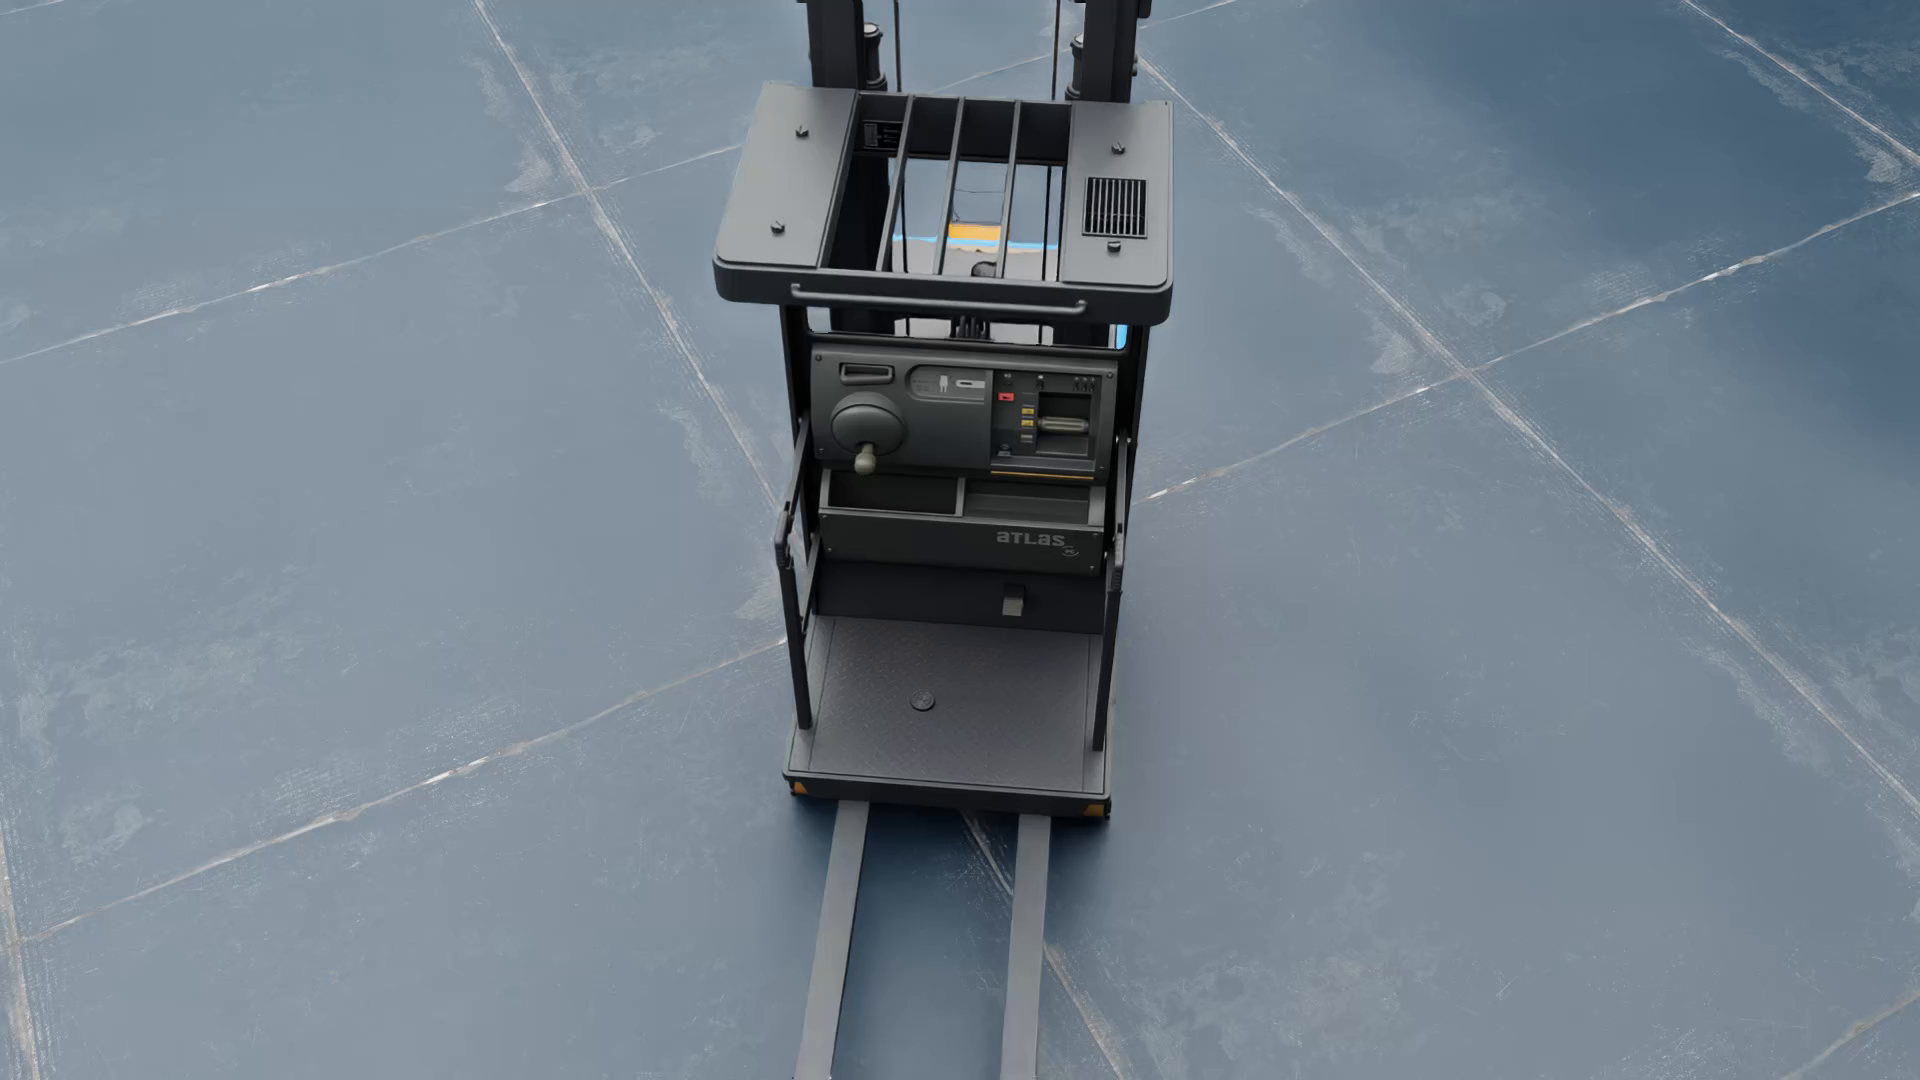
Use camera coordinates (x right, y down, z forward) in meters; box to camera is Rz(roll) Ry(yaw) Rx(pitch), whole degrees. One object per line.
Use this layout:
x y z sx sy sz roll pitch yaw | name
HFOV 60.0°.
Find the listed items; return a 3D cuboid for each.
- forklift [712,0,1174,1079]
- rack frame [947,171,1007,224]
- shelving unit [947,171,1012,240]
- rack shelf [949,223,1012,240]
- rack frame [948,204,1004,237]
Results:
-0.008 -0.276 4.936 1.130 2.935 3.031 4 49 3 | forklift
0.072 -0.988 6.710 0.240 1.200 0.006 4 49 3 | rack frame
0.064 -0.919 6.650 0.258 1.200 0.189 4 49 3 | shelving unit
0.064 -1.127 6.412 0.258 0.103 0.180 4 49 3 | rack shelf
0.056 -0.851 6.590 0.240 1.200 0.006 4 49 3 | rack frame
